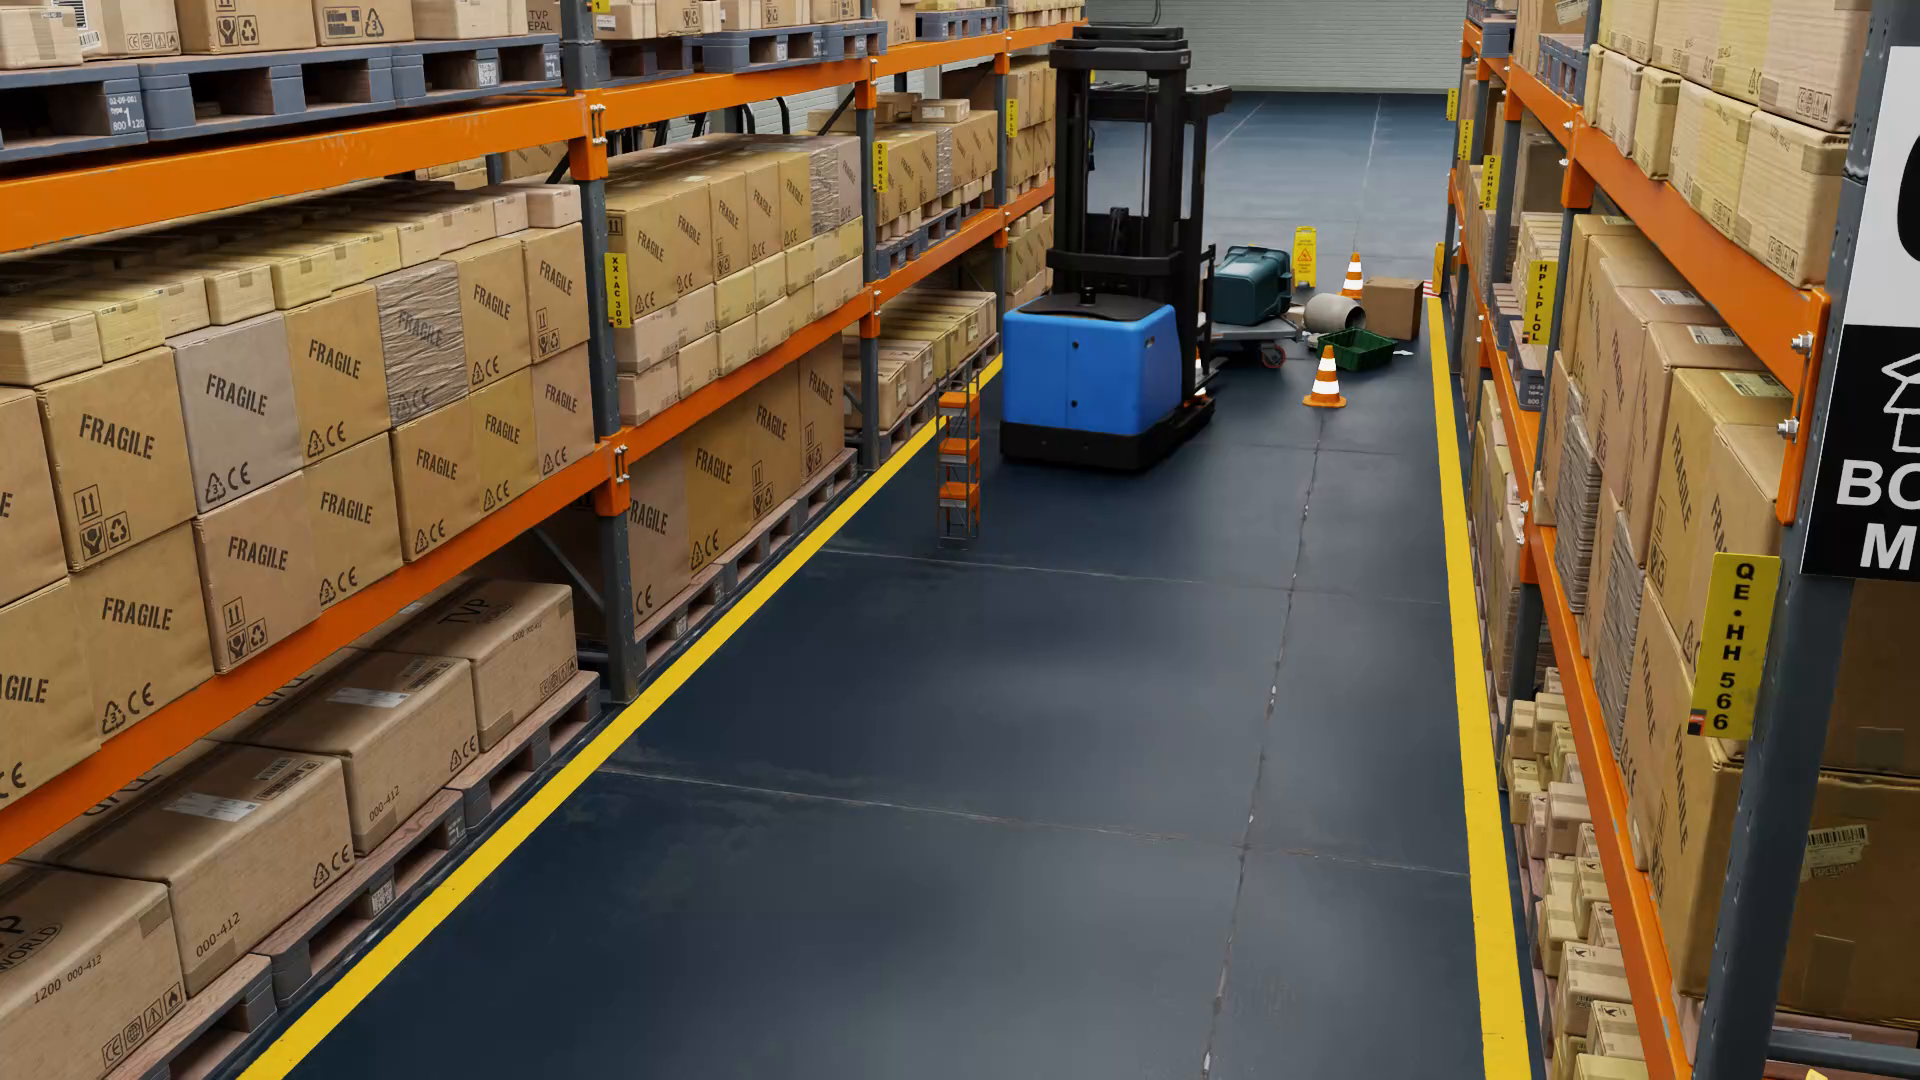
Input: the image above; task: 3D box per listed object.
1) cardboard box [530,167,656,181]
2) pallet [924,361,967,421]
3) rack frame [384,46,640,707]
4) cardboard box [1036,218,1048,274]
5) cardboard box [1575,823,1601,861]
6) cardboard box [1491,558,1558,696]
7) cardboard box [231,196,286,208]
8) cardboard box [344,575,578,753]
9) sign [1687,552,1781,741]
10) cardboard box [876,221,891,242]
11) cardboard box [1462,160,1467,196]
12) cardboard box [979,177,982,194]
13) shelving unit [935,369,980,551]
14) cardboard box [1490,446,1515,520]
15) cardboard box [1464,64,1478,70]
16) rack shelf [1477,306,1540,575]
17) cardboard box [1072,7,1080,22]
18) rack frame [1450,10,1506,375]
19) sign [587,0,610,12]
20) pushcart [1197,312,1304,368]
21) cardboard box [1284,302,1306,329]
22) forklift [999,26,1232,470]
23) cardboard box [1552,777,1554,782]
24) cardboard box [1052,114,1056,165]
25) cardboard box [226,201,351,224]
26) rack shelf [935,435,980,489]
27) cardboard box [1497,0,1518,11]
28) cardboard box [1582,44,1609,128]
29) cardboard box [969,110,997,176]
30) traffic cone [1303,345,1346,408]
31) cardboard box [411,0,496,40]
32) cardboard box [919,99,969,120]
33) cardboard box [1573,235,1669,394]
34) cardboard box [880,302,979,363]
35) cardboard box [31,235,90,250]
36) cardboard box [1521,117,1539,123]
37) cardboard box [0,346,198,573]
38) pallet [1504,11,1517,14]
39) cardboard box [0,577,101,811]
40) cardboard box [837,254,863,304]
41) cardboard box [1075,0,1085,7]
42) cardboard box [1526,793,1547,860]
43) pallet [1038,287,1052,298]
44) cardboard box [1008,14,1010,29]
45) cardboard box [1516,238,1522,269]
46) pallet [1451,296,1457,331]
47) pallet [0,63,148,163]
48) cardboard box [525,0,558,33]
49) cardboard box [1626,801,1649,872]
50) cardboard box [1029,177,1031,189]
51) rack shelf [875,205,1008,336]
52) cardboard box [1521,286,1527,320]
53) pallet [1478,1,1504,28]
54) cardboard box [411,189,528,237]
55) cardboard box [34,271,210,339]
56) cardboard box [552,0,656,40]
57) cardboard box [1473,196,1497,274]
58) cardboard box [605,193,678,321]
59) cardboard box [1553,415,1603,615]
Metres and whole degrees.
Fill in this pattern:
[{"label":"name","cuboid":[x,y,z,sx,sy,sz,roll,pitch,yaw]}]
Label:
[{"label":"cardboard box","cuboid":[-1.911,-1.688,8.786,0.500,0.500,0.500,5,20,15]},{"label":"pallet","cuboid":[-0.569,-1.247,13.513,1.003,0.211,1.213,5,19,13]},{"label":"rack frame","cuboid":[-2.039,-0.687,7.559,1.000,3.000,0.127,5,19,13]},{"label":"cardboard box","cuboid":[0.570,-2.942,16.603,0.500,0.500,0.500,6,20,16]},{"label":"cardboard box","cuboid":[2.193,1.046,5.324,0.380,0.149,0.250,4,19,11]},{"label":"cardboard box","cuboid":[2.723,0.404,7.580,0.500,0.500,0.500,4,19,12]},{"label":"cardboard box","cuboid":[-5.506,-2.615,12.662,0.500,0.250,0.500,5,19,13]},{"label":"cardboard box","cuboid":[-2.296,0.515,7.353,0.875,0.438,0.875,4,19,13]},{"label":"sign","cuboid":[1.276,0.178,2.745,0.100,0.325,0.005,5,19,13]},{"label":"cardboard box","cuboid":[-0.700,-2.194,11.709,0.380,0.149,0.250,3,19,10]},{"label":"cardboard box","cuboid":[5.210,-3.531,15.653,0.875,0.550,0.500,5,19,13]},{"label":"cardboard box","cuboid":[-0.024,-3.010,14.098,0.380,0.149,0.250,4,19,12]},{"label":"shelving unit","cuboid":[-0.013,-0.480,9.969,0.215,1.050,0.252,5,19,13]},{"label":"cardboard box","cuboid":[2.977,-0.279,8.421,0.500,0.250,0.500,4,19,11]},{"label":"cardboard box","cuboid":[5.590,-4.558,16.988,0.875,0.550,0.550,5,19,13]},{"label":"rack shelf","cuboid":[3.275,-0.614,8.458,1.077,0.370,4.000,5,19,13]},{"label":"cardboard box","cuboid":[1.048,-5.534,17.498,0.380,0.149,0.250,5,19,14]},{"label":"rack frame","cuboid":[4.741,-2.835,13.848,1.000,3.000,0.127,5,19,13]},{"label":"sign","cuboid":[-1.500,-2.345,6.850,0.100,0.325,0.005,5,19,13]},{"label":"pushcart","cuboid":[2.139,-1.789,14.842,1.648,0.377,0.936,-2,19,-6]},{"label":"cardboard box","cuboid":[3.375,-2.226,16.293,0.396,0.266,0.258,8,21,23]},{"label":"forklift","cuboid":[1.334,-2.305,12.402,1.130,2.935,3.031,8,20,22]},{"label":"cardboard box","cuboid":[2.388,0.936,6.108,0.380,0.149,0.250,5,19,13]},{"label":"cardboard box","cuboid":[0.775,-4.131,17.028,0.500,0.500,0.500,5,19,13]},{"label":"cardboard box","cuboid":[-2.556,-1.198,6.349,0.380,0.149,0.250,5,19,13]},{"label":"rack shelf","cuboid":[-0.013,-0.470,9.972,0.215,0.259,0.240,5,19,13]},{"label":"cardboard box","cuboid":[3.728,-3.556,10.651,0.500,0.311,0.500,5,19,13]},{"label":"cardboard box","cuboid":[2.417,-1.552,5.682,0.500,0.250,0.500,6,20,16]},{"label":"cardboard box","cuboid":[0.026,-3.418,14.291,0.500,0.500,0.500,4,19,12]},{"label":"traffic cone","cuboid":[2.949,-1.334,13.376,0.336,0.463,0.334,5,19,13]},{"label":"cardboard box","cuboid":[-1.949,-1.925,6.128,0.380,0.149,0.250,5,20,15]},{"label":"cardboard box","cuboid":[-0.133,-3.509,13.551,0.380,0.149,0.250,4,19,12]},{"label":"cardboard box","cuboid":[2.328,-0.703,5.444,0.500,0.500,0.500,4,19,12]},{"label":"cardboard box","cuboid":[-0.382,-1.760,14.114,0.950,0.372,0.625,6,20,17]},{"label":"cardboard box","cuboid":[-6.095,-2.053,10.748,0.797,0.503,0.637,4,19,12]},{"label":"cardboard box","cuboid":[4.253,-2.722,11.814,0.700,0.500,0.500,4,19,13]},{"label":"cardboard box","cuboid":[-2.503,-0.244,4.561,0.500,0.500,0.500,4,19,12]},{"label":"pallet","cuboid":[4.565,-3.873,12.541,0.805,0.209,1.217,4,19,11]},{"label":"cardboard box","cuboid":[-2.620,0.392,4.246,0.500,0.500,0.500,5,19,13]},{"label":"cardboard box","cuboid":[-0.933,-1.691,10.729,0.500,0.250,0.500,4,19,11]},{"label":"cardboard box","cuboid":[1.030,-5.756,17.530,0.500,0.250,0.500,4,19,13]},{"label":"cardboard box","cuboid":[2.310,1.077,6.155,0.380,0.149,0.250,5,19,13]},{"label":"pallet","cuboid":[0.342,-2.472,17.098,1.003,0.211,1.213,5,19,13]},{"label":"cardboard box","cuboid":[0.233,-4.574,14.687,0.380,0.149,0.250,4,19,13]},{"label":"cardboard box","cuboid":[3.451,-1.667,9.705,0.380,0.149,0.250,6,20,16]},{"label":"pallet","cuboid":[5.298,-2.131,16.101,1.003,0.211,1.213,5,19,13]},{"label":"pallet","cuboid":[-2.845,-1.044,4.101,1.003,0.211,1.213,5,19,13]},{"label":"cardboard box","cuboid":[-2.027,-2.556,7.878,0.500,0.311,0.500,5,19,13]},{"label":"cardboard box","cuboid":[1.798,0.684,3.934,0.380,0.149,0.250,5,20,15]},{"label":"cardboard box","cuboid":[0.480,-3.479,16.121,0.380,0.149,0.250,5,19,13]},{"label":"rack shelf","cuboid":[-0.573,-2.227,13.181,1.077,0.370,4.000,5,19,13]},{"label":"cardboard box","cuboid":[3.263,-1.284,9.044,0.380,0.149,0.250,6,20,16]},{"label":"pallet","cuboid":[4.951,-4.468,14.126,1.003,0.211,1.213,5,19,13]},{"label":"cardboard box","cuboid":[-1.975,-1.319,6.703,0.380,0.149,0.250,5,20,15]},{"label":"cardboard box","cuboid":[-2.431,-0.681,4.835,0.380,0.149,0.250,5,19,14]},{"label":"cardboard box","cuboid":[-1.577,-2.371,7.406,0.396,0.266,0.258,4,19,13]},{"label":"cardboard box","cuboid":[3.859,-2.104,11.553,0.500,0.500,0.500,4,19,12]},{"label":"cardboard box","cuboid":[-1.652,-1.323,7.718,0.500,0.500,0.500,5,19,14]},{"label":"cardboard box","cuboid":[2.149,-0.070,5.137,0.500,0.500,0.500,4,19,12]}]
